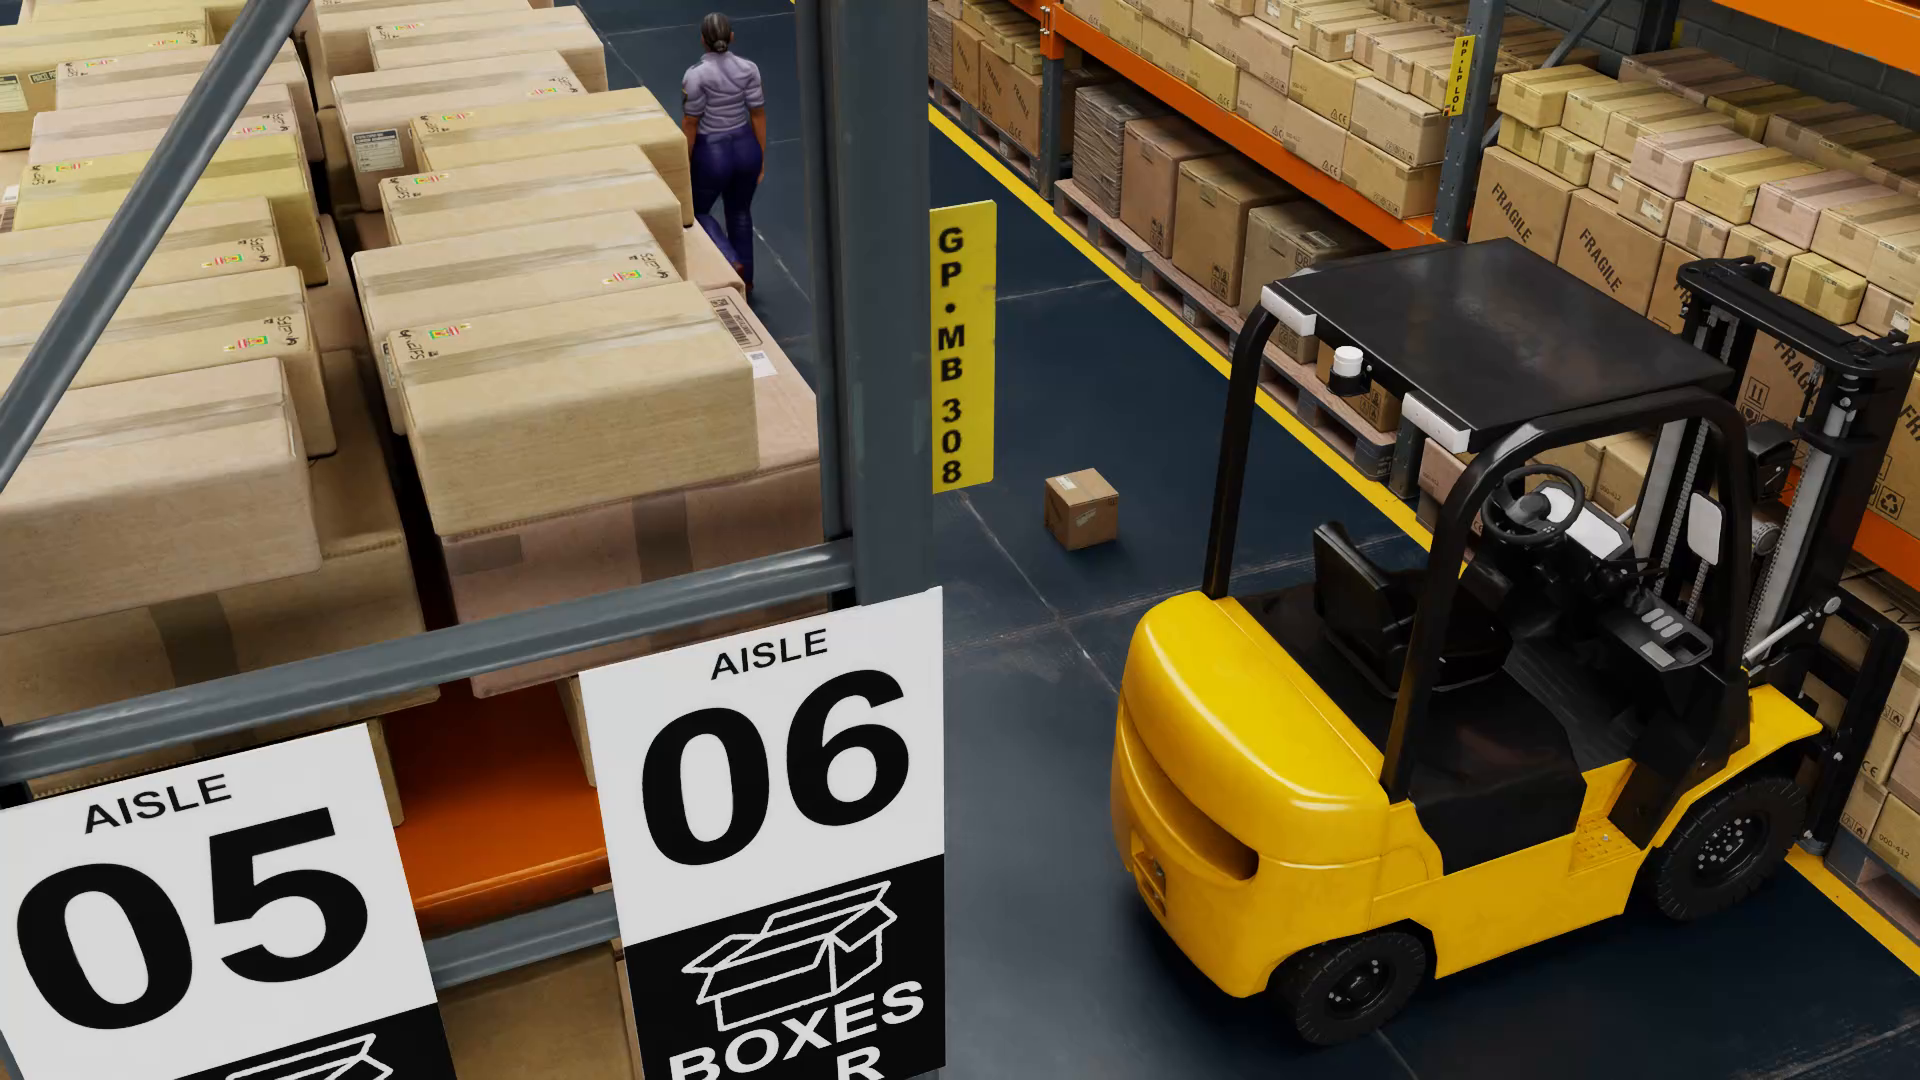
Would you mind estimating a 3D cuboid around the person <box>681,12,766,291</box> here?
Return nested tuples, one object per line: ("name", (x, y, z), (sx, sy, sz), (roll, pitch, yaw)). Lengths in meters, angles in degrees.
("person", (-1.308, -2.116, 9.297), (0.491, 1.621, 0.559), (-20, 38, -27))
